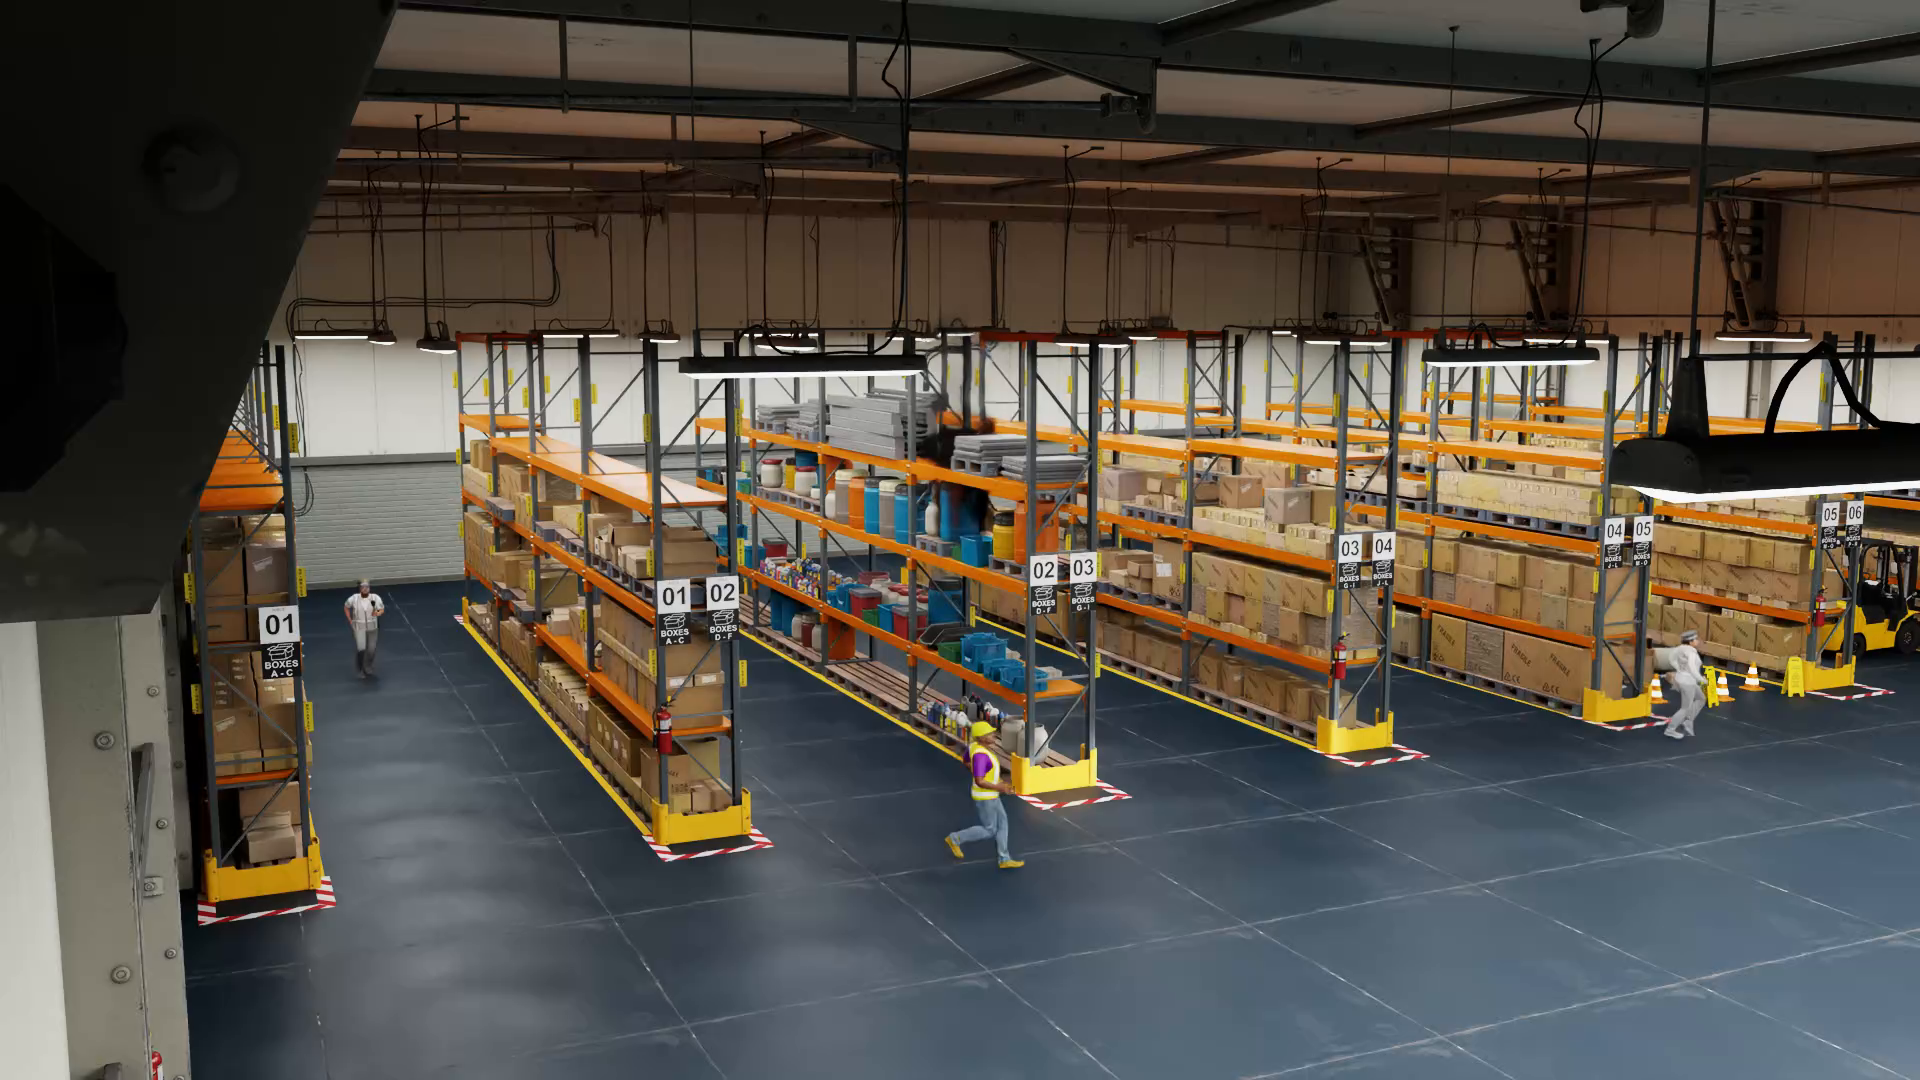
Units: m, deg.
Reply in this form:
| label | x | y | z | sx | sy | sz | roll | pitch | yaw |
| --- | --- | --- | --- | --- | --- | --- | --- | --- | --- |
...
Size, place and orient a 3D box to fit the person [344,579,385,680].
| label | x | y | z | sx | sy | sz | roll | pitch | yaw |
| --- | --- | --- | --- | --- | --- | --- | --- | --- | --- |
| person | -10.389 | 1.550 | 29.093 | 0.647 | 1.783 | 0.726 | -4 | 9 | -27 |

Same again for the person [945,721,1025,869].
| label | x | y | z | sx | sy | sz | roll | pitch | yaw |
| --- | --- | --- | --- | --- | --- | --- | --- | --- | --- |
| person | 0.288 | 2.923 | 19.042 | 0.919 | 1.738 | 0.713 | 0 | 8 | -1 |

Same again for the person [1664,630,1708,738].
| label | x | y | z | sx | sy | sz | roll | pitch | yaw |
| --- | --- | --- | --- | --- | --- | --- | --- | --- | --- |
| person | 10.919 | 2.155 | 24.923 | 0.628 | 1.678 | 0.629 | 1 | 8 | 5 |
